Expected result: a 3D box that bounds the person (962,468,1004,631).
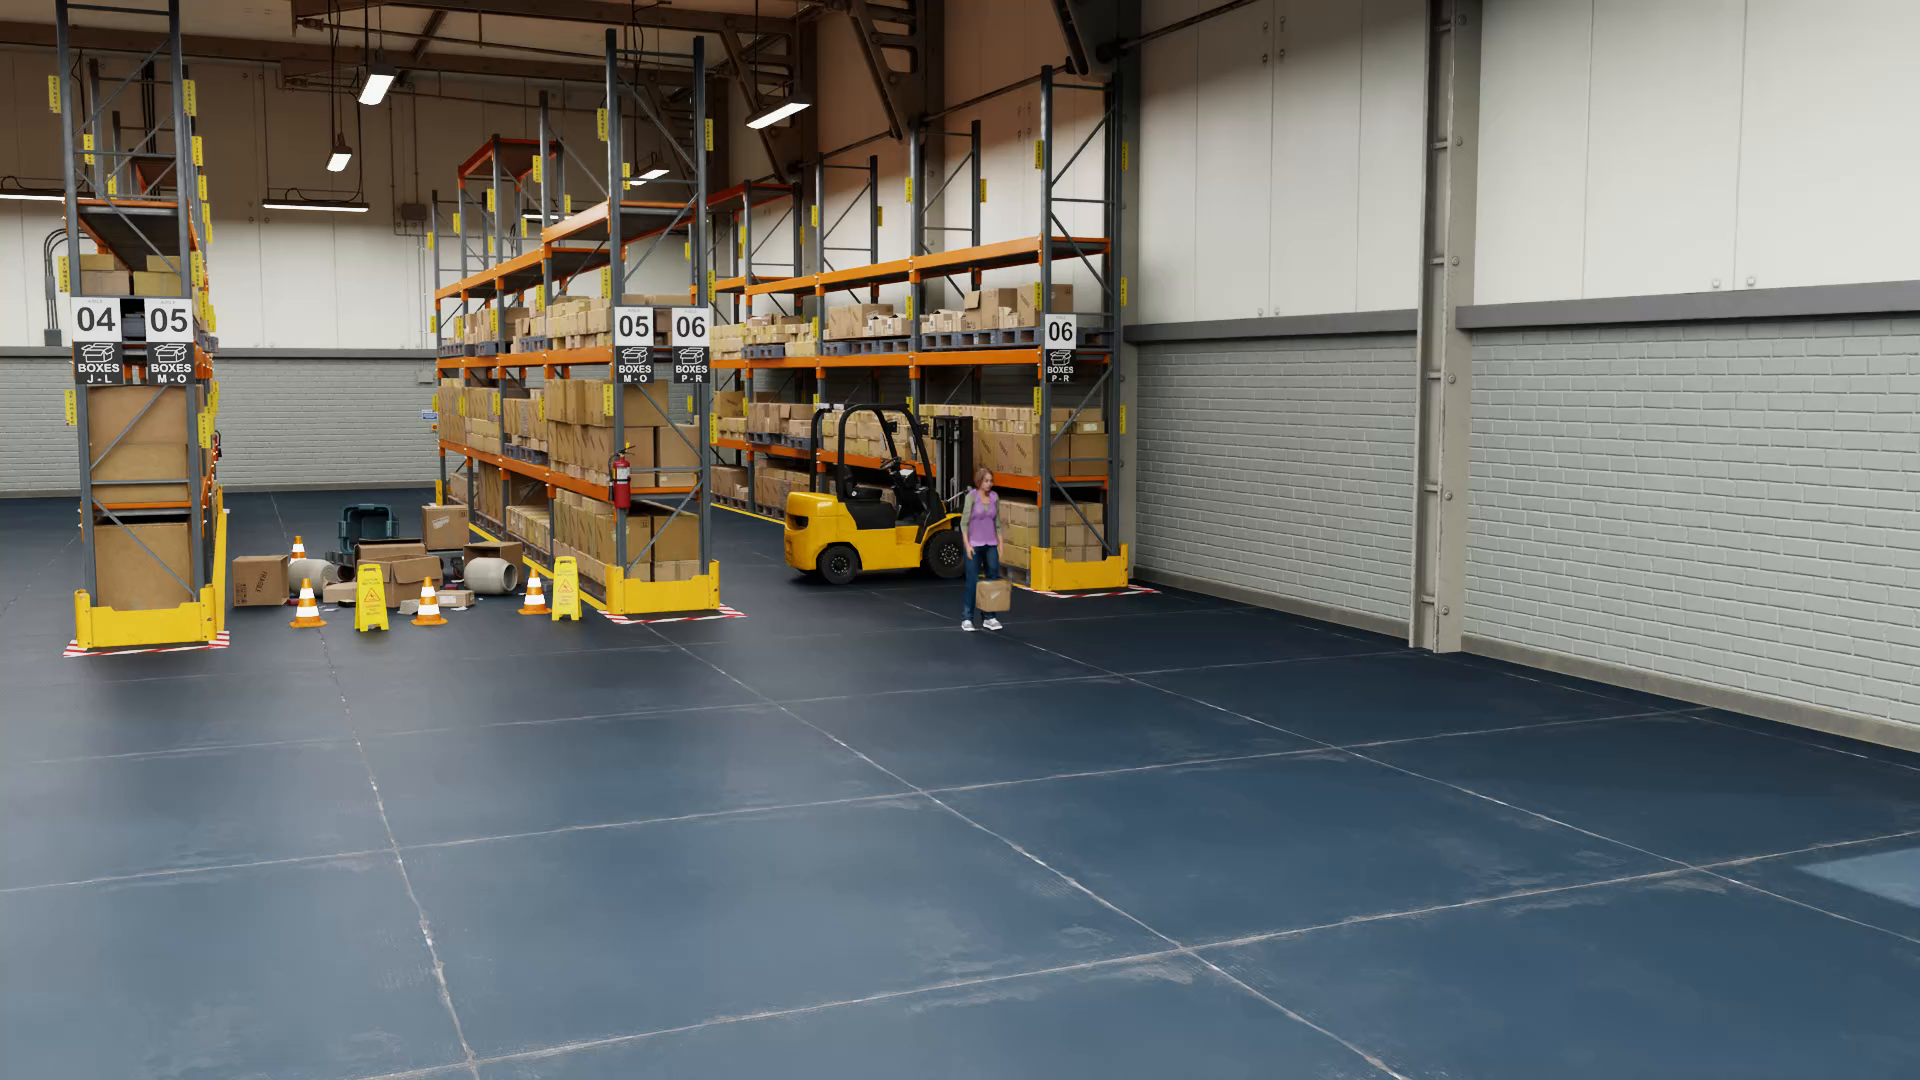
[{"bbox_3d":[0.211,0.083,16.346,0.444,1.596,0.345,-3,6,-25],"label":"person"}]
